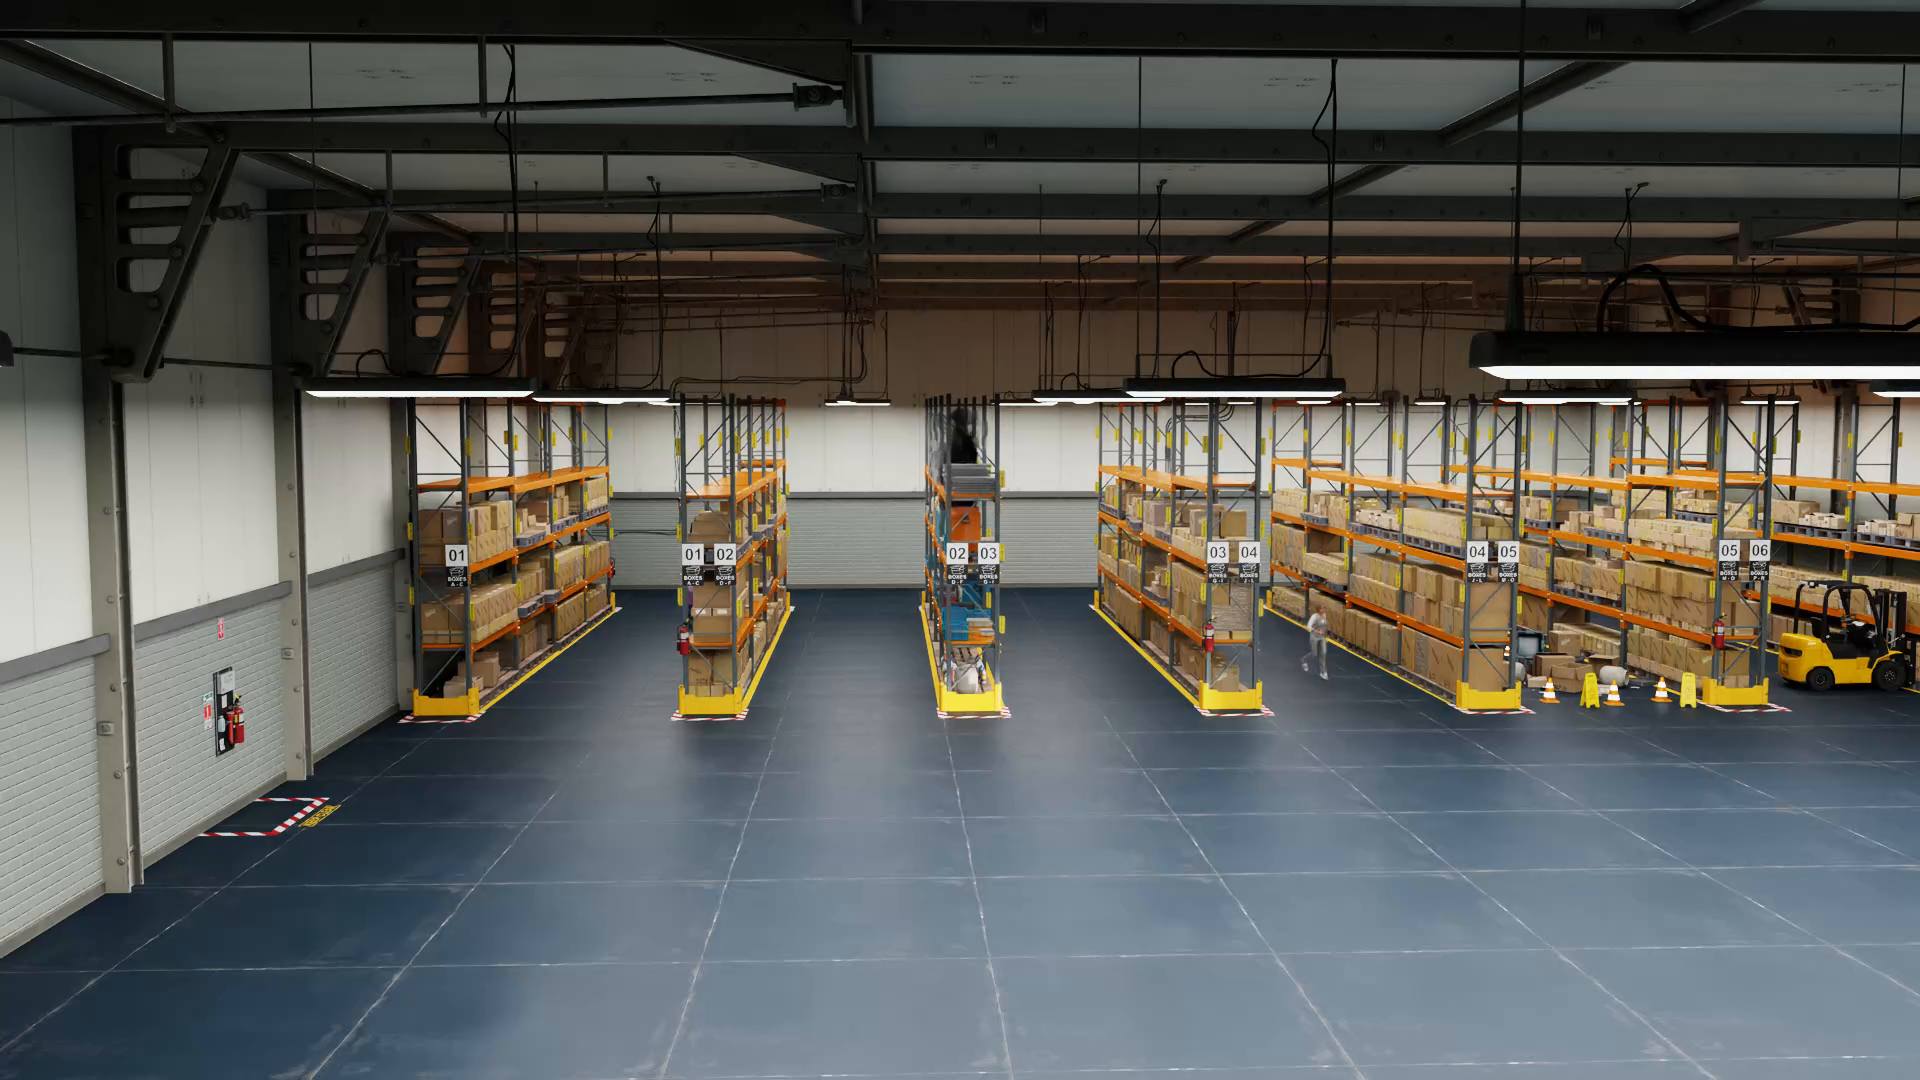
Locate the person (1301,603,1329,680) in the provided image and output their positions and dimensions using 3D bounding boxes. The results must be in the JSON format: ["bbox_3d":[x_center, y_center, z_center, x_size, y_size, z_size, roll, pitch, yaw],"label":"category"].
[{"bbox_3d":[7.613,2.139,35.494,0.565,1.567,0.921,-2,5,-27],"label":"person"}]

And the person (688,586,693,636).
[{"bbox_3d":[-6.825,1.634,42.083,0.525,1.561,0.681,0,5,-6],"label":"person"}]
